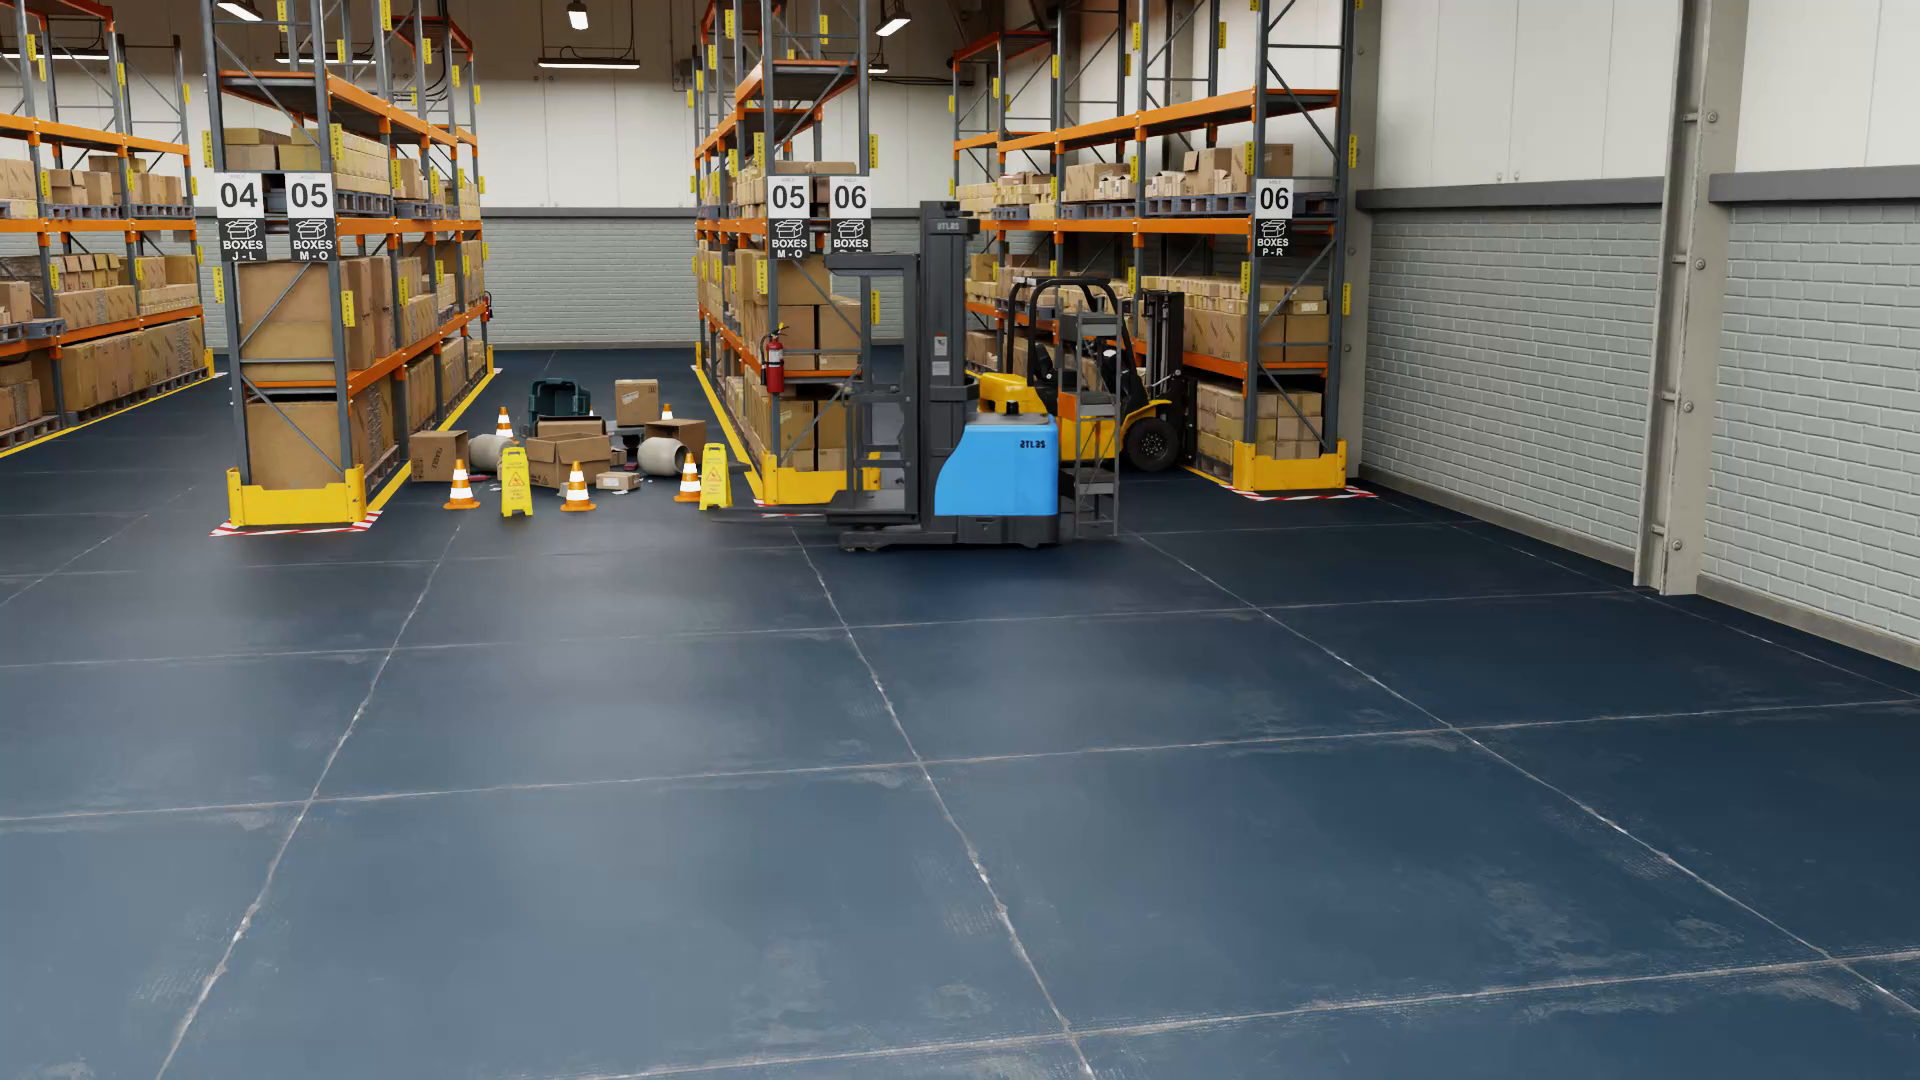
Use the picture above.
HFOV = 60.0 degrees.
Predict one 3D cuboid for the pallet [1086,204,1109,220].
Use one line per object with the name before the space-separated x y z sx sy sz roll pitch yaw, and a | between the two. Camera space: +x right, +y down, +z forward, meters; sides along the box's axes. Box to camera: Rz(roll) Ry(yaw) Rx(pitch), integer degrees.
pallet | 2.372 -4.561 23.120 1.003 0.211 1.213 -2 11 -8

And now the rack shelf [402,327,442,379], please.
rack shelf | -7.383 -2.407 21.242 1.077 0.370 4.000 -2 11 -11

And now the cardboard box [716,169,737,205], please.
cardboard box | -3.158 -5.120 24.150 0.797 0.503 0.637 -3 11 -15

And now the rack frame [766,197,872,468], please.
rack frame | -1.381 -1.858 16.436 1.000 3.000 0.127 -2 11 -11

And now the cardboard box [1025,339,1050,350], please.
cardboard box | 1.278 -3.224 27.443 0.380 0.149 0.250 -2 11 -9

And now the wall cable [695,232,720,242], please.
wall cable | -5.612 -6.340 37.185 0.585 1.953 0.123 -2 11 -11

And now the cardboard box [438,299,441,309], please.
cardboard box | -7.820 -3.447 24.334 0.380 0.149 0.250 -2 11 -8

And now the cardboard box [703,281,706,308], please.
cardboard box | -4.273 -4.370 29.365 0.500 0.500 0.500 -2 11 -12

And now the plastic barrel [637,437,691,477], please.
plastic barrel | -3.267 -0.916 18.378 0.512 0.421 0.421 6 12 28

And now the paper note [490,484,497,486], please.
paper note | -4.985 -0.587 17.756 0.032 0.001 0.123 4 11 18

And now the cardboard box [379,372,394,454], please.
cardboard box | -6.941 -1.438 18.788 0.875 0.875 0.875 -2 11 -10

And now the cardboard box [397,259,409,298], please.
cardboard box | -7.394 -3.304 21.091 0.700 0.500 0.500 -2 11 -12

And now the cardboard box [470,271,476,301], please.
cardboard box | -8.565 -4.340 28.412 0.500 0.500 0.500 -2 11 -12

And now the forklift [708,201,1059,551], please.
forklift | -0.657 -1.444 14.446 3.031 2.935 1.130 0 11 1

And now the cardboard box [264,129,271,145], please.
cardboard box | -6.662 -3.752 15.514 0.380 0.149 0.250 -2 11 -11

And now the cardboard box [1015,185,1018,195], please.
cardboard box | 1.100 -5.687 27.018 0.380 0.149 0.250 -2 11 -11

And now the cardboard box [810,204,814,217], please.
cardboard box | -1.356 -3.420 17.293 0.380 0.149 0.250 -2 11 -11

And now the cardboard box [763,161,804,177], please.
cardboard box | -1.736 -3.651 16.374 0.380 0.149 0.250 -2 11 -10

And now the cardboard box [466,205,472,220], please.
cardboard box | -8.570 -5.543 28.173 0.500 0.250 0.500 -2 11 -9

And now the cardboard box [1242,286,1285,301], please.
cardboard box | 3.211 -2.611 17.595 0.380 0.149 0.250 -2 11 -11

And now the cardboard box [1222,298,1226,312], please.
cardboard box | 3.076 -2.556 18.101 0.380 0.149 0.250 -2 11 -10

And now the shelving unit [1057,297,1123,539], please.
shelving unit | 1.147 -1.098 14.849 0.431 2.100 0.503 -3 11 -16

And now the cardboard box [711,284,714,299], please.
cardboard box | -3.704 -3.952 26.501 0.500 0.250 0.500 -2 11 -10

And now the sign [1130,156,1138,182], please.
sign | 2.179 -4.633 20.771 0.100 0.325 0.005 -2 11 -11

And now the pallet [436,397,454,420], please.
pallet | -7.923 -1.900 24.116 1.003 0.211 1.213 -2 11 -11

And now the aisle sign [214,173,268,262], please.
aisle sign | -6.497 -2.913 15.024 0.394 0.787 0.004 -2 11 -11

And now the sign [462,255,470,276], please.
sign | -8.007 -4.450 26.958 0.100 0.325 0.005 -2 11 -11

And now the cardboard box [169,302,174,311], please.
cardboard box | -13.471 -3.927 27.980 0.380 0.149 0.250 -2 11 -13

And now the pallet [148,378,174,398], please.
pallet | -13.506 -2.471 27.115 1.003 0.211 1.213 -2 11 -11

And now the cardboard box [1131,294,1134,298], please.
cardboard box | 2.425 -3.195 21.459 0.380 0.149 0.250 -2 11 -9

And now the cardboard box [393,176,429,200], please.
cardboard box | -7.275 -4.631 21.831 0.500 0.311 0.500 -2 11 -11

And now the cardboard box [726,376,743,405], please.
cardboard box | -2.836 -2.137 23.805 0.950 0.372 0.625 -3 11 -15

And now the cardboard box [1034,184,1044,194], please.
cardboard box | 1.374 -5.492 26.048 0.380 0.149 0.250 -2 11 -12

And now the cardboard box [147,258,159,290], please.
cardboard box | -13.366 -4.327 27.009 0.500 0.500 0.500 -2 11 -11

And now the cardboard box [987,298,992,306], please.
cardboard box | 0.698 -4.260 29.727 0.380 0.149 0.250 -2 11 -10

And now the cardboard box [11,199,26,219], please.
cardboard box | -12.214 -4.196 21.098 0.500 0.250 0.500 -2 11 -11

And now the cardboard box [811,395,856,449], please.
cardboard box | -1.271 -1.244 17.437 0.500 0.500 0.500 -3 11 -13

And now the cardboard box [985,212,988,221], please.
cardboard box | 0.662 -5.785 29.719 0.380 0.149 0.250 -2 11 -11

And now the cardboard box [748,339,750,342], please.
cardboard box | -2.312 -2.354 19.716 0.380 0.149 0.250 -2 11 -9

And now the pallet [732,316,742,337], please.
pallet | -2.511 -2.870 22.263 1.003 0.211 1.213 -2 11 -11

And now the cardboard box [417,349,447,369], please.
cardboard box | -7.669 -2.609 23.937 0.500 0.250 0.500 -3 11 -14

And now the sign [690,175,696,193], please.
sign | -5.038 -6.715 31.384 0.100 0.325 0.005 -2 11 -11

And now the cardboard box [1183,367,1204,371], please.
cardboard box | 2.995 -2.036 20.930 0.500 0.250 0.500 -2 11 -10

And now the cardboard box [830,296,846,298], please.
cardboard box | -1.512 -2.432 18.386 0.500 0.500 0.500 -2 11 -12

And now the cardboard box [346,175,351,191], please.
cardboard box | -6.067 -3.432 15.966 0.380 0.149 0.250 -2 11 -11

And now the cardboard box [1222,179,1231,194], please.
cardboard box | 3.029 -3.786 17.823 0.380 0.149 0.250 -2 11 -13

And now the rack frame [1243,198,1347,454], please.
rack frame | 3.488 -2.039 17.388 1.000 3.000 0.127 -2 11 -11

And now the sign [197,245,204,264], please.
sign | -13.678 -5.135 29.920 0.100 0.325 0.005 -2 11 -11

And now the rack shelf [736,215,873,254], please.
rack shelf | -1.770 -3.345 18.150 1.077 0.370 4.000 -2 11 -11

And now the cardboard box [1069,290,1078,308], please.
cardboard box | 1.875 -3.496 24.107 0.500 0.250 0.500 -2 11 -9

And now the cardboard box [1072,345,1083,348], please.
cardboard box | 1.984 -3.003 26.278 0.380 0.149 0.250 -2 11 -10

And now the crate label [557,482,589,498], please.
crate label | -3.966 -0.523 17.078 0.250 0.136 0.298 -9 14 -40

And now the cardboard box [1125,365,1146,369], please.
cardboard box | 2.454 -2.051 22.675 0.875 0.625 0.625 -2 11 -12

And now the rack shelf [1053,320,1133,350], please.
rack shelf | 2.321 -2.786 23.237 1.077 0.370 4.000 -2 11 -11

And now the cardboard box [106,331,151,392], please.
cardboard box | -13.291 -2.744 25.653 1.225 0.875 0.875 -2 11 -11

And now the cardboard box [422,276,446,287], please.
cardboard box | -8.028 -3.930 25.279 0.380 0.149 0.250 -3 11 -14
